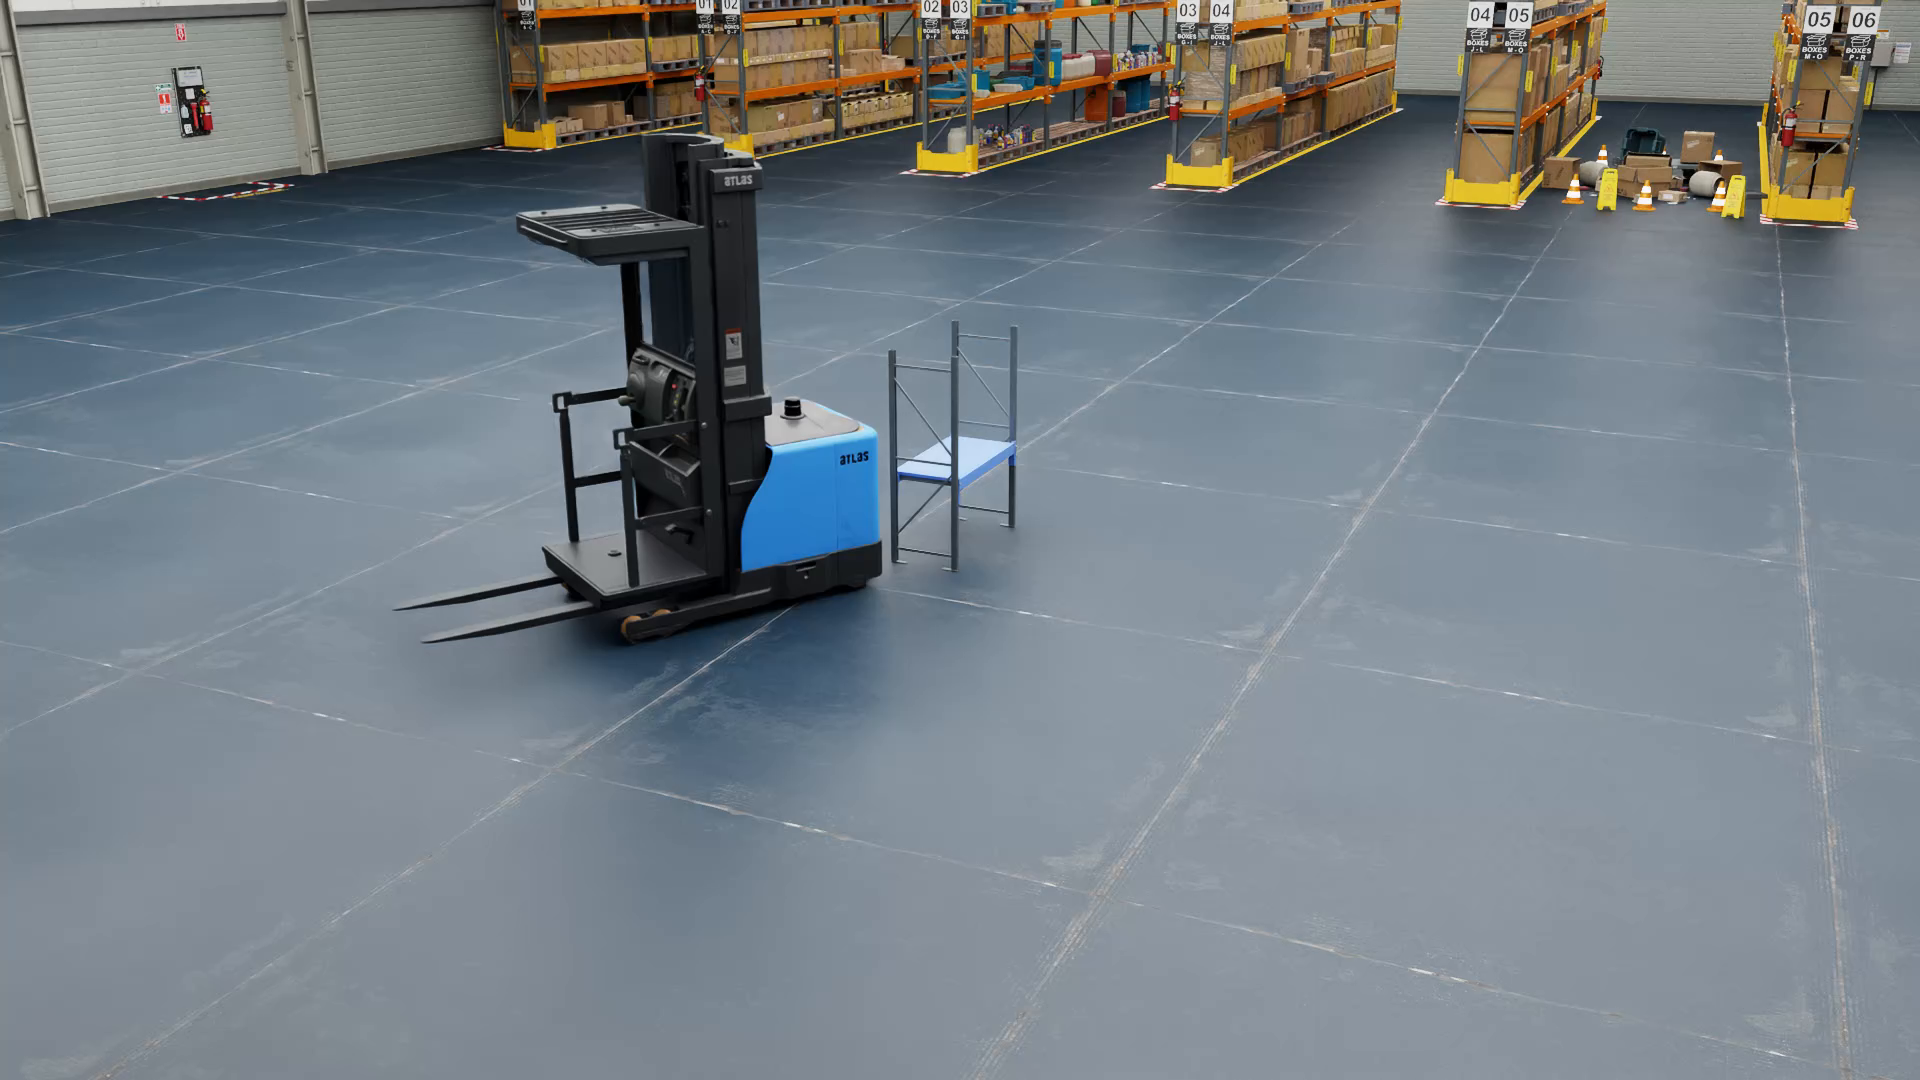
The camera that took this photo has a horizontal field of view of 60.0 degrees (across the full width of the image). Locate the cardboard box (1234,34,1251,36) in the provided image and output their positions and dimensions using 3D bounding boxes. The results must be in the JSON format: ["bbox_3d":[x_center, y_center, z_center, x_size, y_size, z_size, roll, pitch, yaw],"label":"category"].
[{"bbox_3d":[5.304,-9.447,31.970,0.500,0.500,0.500,9,21,23],"label":"cardboard box"}]

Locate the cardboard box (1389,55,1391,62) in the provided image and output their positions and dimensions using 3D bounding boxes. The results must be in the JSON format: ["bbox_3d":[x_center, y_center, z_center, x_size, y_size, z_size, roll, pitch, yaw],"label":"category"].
[{"bbox_3d":[10.783,-12.283,42.406,0.380,0.149,0.250,9,21,23],"label":"cardboard box"}]

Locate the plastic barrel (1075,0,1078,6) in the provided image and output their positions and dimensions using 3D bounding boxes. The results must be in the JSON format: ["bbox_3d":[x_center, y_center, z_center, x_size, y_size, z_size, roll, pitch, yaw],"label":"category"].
[{"bbox_3d":[2.508,-12.375,37.063,0.600,0.901,0.600,0,20,0],"label":"plastic barrel"}]

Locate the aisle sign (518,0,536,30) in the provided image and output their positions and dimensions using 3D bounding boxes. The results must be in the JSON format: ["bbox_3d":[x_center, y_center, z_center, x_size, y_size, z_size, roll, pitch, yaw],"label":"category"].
[{"bbox_3d":[-9.027,-11.022,34.605,0.394,0.787,0.004,9,21,23],"label":"aisle sign"}]

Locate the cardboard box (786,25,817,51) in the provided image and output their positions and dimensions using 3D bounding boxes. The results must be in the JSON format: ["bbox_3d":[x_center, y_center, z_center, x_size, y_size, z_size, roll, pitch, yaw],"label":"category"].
[{"bbox_3d":[-3.495,-10.772,35.695,0.700,0.500,0.500,8,21,23],"label":"cardboard box"}]

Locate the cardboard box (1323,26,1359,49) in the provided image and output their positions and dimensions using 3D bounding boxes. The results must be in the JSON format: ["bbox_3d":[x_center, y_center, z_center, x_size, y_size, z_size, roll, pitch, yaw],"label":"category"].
[{"bbox_3d":[8.945,-11.813,39.063,0.797,0.503,0.637,8,21,21],"label":"cardboard box"}]

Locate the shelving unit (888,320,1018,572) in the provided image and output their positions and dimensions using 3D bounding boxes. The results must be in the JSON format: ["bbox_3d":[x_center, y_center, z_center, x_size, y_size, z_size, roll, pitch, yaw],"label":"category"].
[{"bbox_3d":[-0.035,-0.681,11.644,0.538,1.500,1.048,9,21,23],"label":"shelving unit"}]

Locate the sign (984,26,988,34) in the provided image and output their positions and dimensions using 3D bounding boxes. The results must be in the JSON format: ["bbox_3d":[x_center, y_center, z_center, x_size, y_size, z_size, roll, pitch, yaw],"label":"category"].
[{"bbox_3d":[0.671,-13.321,43.220,0.100,0.325,0.005,9,21,23],"label":"sign"}]

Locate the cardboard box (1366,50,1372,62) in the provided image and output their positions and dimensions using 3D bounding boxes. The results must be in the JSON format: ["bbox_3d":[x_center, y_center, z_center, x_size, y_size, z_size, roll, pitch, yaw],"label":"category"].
[{"bbox_3d":[9.631,-11.667,40.078,0.500,0.250,0.500,8,21,22],"label":"cardboard box"}]

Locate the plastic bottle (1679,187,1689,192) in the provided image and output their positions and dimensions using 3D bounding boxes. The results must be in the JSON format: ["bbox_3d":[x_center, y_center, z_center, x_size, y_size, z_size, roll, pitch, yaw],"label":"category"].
[{"bbox_3d":[12.725,-6.163,29.206,0.133,0.061,0.283,13,23,32],"label":"plastic bottle"}]

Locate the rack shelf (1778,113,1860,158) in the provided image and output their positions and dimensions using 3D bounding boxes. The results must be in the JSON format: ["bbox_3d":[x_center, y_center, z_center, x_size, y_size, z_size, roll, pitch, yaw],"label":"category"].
[{"bbox_3d":[14.145,-6.734,27.501,1.077,0.370,4.000,9,21,23],"label":"rack shelf"}]

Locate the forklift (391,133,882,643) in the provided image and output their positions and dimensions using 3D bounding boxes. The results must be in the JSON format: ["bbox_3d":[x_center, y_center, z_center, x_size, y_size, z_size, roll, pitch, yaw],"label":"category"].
[{"bbox_3d":[-2.032,-0.949,10.264,3.031,2.935,1.130,-12,23,-31],"label":"forklift"}]

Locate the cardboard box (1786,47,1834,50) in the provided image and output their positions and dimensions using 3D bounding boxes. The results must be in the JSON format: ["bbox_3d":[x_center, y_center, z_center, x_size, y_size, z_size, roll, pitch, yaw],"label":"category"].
[{"bbox_3d":[14.127,-7.935,27.719,0.700,0.500,0.500,8,21,22],"label":"cardboard box"}]

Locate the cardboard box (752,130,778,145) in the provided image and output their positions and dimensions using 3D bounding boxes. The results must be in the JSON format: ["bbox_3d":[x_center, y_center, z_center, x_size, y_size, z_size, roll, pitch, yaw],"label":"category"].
[{"bbox_3d":[-4.127,-8.371,34.507,0.500,0.250,0.500,9,21,23],"label":"cardboard box"}]

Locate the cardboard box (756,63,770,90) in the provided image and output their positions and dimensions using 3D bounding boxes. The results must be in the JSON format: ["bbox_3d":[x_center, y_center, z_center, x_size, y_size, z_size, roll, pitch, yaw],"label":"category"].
[{"bbox_3d":[-4.337,-9.531,34.143,0.700,0.500,0.500,9,22,24],"label":"cardboard box"}]

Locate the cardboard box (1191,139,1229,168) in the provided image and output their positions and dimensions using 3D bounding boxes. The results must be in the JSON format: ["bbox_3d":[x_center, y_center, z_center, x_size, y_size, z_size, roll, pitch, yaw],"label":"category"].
[{"bbox_3d":[4.556,-7.030,30.363,0.500,0.500,0.500,13,23,33],"label":"cardboard box"}]

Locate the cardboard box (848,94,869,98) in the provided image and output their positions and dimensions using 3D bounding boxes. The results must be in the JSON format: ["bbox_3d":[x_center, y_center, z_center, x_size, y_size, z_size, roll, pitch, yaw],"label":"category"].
[{"bbox_3d":[-2.376,-10.357,39.254,0.500,0.311,0.500,8,21,21],"label":"cardboard box"}]

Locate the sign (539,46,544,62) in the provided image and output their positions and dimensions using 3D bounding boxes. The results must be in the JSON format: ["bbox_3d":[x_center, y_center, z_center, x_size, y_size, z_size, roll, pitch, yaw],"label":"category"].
[{"bbox_3d":[-8.777,-10.194,34.864,0.100,0.325,0.005,9,21,23],"label":"sign"}]

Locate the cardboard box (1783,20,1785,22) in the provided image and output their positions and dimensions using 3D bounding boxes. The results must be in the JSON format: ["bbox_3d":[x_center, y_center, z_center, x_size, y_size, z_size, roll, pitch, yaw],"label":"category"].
[{"bbox_3d":[19.136,-11.869,38.258,0.380,0.149,0.250,8,21,21],"label":"cardboard box"}]

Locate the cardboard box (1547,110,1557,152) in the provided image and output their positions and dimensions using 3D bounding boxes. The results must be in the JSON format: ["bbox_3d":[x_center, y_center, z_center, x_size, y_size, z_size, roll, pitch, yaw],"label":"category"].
[{"bbox_3d":[11.359,-8.252,33.426,1.050,0.750,0.750,9,21,24],"label":"cardboard box"}]

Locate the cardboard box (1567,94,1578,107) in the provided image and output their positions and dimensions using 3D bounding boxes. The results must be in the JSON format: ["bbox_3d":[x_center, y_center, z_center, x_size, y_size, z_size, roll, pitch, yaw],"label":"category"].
[{"bbox_3d":[13.386,-9.734,36.847,0.500,0.250,0.500,10,22,25],"label":"cardboard box"}]

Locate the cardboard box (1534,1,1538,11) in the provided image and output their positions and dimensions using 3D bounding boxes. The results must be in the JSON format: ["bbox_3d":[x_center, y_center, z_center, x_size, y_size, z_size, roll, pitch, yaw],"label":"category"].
[{"bbox_3d":[9.202,-8.711,27.108,0.380,0.149,0.250,9,21,23],"label":"cardboard box"}]

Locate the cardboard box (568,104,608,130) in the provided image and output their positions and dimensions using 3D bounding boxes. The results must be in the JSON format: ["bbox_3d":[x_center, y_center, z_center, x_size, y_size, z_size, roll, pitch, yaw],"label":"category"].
[{"bbox_3d":[-8.327,-9.481,37.224,0.700,0.500,0.500,7,21,19],"label":"cardboard box"}]

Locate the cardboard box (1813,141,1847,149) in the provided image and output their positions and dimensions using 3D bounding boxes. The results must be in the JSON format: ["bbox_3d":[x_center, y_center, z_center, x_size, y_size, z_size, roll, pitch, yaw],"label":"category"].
[{"bbox_3d":[14.552,-6.410,27.875,0.500,0.500,0.500,10,22,26],"label":"cardboard box"}]

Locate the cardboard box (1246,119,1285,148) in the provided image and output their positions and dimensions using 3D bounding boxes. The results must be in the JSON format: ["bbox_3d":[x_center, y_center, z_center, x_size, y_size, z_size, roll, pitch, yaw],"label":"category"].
[{"bbox_3d":[6.194,-8.258,33.788,0.700,0.500,0.500,7,21,19],"label":"cardboard box"}]

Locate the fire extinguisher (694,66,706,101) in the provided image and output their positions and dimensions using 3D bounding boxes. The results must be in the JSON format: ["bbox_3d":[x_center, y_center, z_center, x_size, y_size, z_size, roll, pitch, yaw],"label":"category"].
[{"bbox_3d":[-5.223,-9.173,33.401,0.296,0.674,0.183,9,21,23],"label":"fire extinguisher"}]

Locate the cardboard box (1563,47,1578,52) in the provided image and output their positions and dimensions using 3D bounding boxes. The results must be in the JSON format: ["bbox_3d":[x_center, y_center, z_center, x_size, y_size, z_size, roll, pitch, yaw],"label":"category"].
[{"bbox_3d":[13.373,-10.747,36.572,0.380,0.149,0.250,8,21,23],"label":"cardboard box"}]

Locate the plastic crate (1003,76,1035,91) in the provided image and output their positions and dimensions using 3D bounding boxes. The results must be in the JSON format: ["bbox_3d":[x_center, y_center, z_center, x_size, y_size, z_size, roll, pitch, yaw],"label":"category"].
[{"bbox_3d":[1.199,-9.278,33.803,0.499,0.251,0.616,9,21,23],"label":"plastic crate"}]

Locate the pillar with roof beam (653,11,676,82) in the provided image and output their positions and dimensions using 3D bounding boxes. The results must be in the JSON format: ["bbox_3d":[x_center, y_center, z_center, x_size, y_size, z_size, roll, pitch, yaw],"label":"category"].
[{"bbox_3d":[-3.390,-14.263,38.645,9.100,9.000,0.400,9,21,23],"label":"pillar with roof beam"}]

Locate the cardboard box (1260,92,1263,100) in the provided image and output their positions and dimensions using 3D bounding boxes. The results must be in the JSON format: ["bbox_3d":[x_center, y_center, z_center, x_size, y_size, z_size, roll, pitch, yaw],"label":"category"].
[{"bbox_3d":[5.546,-8.444,31.612,0.380,0.149,0.250,9,21,23],"label":"cardboard box"}]

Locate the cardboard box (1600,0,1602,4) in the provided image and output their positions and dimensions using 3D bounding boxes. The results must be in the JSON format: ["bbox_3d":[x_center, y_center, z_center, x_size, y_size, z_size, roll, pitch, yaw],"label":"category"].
[{"bbox_3d":[14.759,-12.696,38.940,0.500,0.250,0.500,10,22,25],"label":"cardboard box"}]

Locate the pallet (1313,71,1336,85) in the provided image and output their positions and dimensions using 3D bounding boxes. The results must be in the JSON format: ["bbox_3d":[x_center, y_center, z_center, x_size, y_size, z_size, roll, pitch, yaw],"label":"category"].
[{"bbox_3d":[7.367,-9.944,35.740,1.213,0.211,1.003,9,21,23],"label":"pallet"}]

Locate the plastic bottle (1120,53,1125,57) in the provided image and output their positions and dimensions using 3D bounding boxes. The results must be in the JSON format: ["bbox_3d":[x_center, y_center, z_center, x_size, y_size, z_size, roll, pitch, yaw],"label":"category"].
[{"bbox_3d":[3.994,-11.910,41.166,0.152,0.276,0.135,9,21,23],"label":"plastic bottle"}]

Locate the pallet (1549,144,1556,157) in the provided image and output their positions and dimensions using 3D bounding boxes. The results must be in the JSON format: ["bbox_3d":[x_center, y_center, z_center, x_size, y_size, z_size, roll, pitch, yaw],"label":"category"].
[{"bbox_3d":[11.653,-8.011,34.179,1.003,0.211,1.213,9,21,23],"label":"pallet"}]

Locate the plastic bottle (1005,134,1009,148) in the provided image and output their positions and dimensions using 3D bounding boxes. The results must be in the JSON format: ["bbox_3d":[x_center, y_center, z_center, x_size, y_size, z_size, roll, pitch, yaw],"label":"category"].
[{"bbox_3d":[0.934,-8.039,33.512,0.097,0.271,0.097,0,20,0],"label":"plastic bottle"}]

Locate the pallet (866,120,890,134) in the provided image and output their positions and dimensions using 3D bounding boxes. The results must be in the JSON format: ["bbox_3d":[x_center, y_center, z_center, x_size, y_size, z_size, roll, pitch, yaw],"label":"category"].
[{"bbox_3d":[-2.348,-9.696,38.916,1.003,0.211,1.213,9,21,23],"label":"pallet"}]

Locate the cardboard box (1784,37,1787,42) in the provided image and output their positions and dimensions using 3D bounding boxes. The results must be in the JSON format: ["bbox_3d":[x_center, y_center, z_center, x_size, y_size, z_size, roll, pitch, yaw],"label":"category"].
[{"bbox_3d":[16.987,-9.928,33.767,0.500,0.500,0.500,9,21,23],"label":"cardboard box"}]

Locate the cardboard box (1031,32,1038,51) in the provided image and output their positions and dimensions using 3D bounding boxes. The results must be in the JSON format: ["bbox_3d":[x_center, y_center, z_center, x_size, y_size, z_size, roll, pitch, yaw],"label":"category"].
[{"bbox_3d":[1.866,-13.946,46.556,0.500,0.500,0.500,9,22,24],"label":"cardboard box"}]

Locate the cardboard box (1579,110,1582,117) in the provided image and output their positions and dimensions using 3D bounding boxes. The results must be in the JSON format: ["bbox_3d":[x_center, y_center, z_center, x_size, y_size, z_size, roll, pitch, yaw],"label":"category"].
[{"bbox_3d":[14.123,-9.840,38.345,0.380,0.149,0.250,10,22,25],"label":"cardboard box"}]

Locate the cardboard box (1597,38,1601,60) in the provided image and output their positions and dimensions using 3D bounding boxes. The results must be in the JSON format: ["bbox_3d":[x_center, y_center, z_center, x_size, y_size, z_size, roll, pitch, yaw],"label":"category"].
[{"bbox_3d":[15.372,-12.016,40.685,0.500,0.500,0.500,9,21,24],"label":"cardboard box"}]

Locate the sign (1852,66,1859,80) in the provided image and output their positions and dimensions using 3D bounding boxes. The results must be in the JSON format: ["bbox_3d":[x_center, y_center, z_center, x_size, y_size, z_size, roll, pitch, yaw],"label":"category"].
[{"bbox_3d":[15.462,-8.020,28.752,0.100,0.325,0.005,9,21,23],"label":"sign"}]

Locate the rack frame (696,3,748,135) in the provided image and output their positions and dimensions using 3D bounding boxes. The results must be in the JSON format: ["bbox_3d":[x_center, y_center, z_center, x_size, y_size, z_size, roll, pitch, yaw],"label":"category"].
[{"bbox_3d":[-4.751,-9.182,33.310,1.000,3.000,0.127,9,21,23],"label":"rack frame"}]

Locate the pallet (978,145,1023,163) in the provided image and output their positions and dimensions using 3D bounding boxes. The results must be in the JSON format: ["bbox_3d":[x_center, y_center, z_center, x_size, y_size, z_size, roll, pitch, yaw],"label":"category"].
[{"bbox_3d":[0.593,-7.836,33.688,1.003,0.211,1.213,9,21,23],"label":"pallet"}]

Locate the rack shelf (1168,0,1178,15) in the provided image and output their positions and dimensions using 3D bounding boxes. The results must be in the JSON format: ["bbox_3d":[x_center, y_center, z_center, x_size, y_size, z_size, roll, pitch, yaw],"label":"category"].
[{"bbox_3d":[5.500,-13.855,43.048,1.077,0.370,4.000,9,21,23],"label":"rack shelf"}]

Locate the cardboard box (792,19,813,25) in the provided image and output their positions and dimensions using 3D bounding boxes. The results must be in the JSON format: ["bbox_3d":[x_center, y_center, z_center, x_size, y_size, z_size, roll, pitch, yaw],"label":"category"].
[{"bbox_3d":[-4.316,-13.901,44.837,0.500,0.250,0.500,9,22,24],"label":"cardboard box"}]

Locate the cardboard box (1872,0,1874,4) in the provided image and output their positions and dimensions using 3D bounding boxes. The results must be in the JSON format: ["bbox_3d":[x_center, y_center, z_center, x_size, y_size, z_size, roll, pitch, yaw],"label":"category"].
[{"bbox_3d":[13.905,-8.360,25.708,0.380,0.149,0.250,9,21,23],"label":"cardboard box"}]

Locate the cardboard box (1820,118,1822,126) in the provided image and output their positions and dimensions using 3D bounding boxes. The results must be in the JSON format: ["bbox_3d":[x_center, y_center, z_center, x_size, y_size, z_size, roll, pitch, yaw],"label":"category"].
[{"bbox_3d":[14.202,-6.812,27.021,0.380,0.149,0.250,9,22,25],"label":"cardboard box"}]

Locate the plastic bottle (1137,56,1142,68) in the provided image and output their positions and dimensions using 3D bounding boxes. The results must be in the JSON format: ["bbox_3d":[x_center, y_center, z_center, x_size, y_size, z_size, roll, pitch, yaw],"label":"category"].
[{"bbox_3d":[4.308,-11.568,40.205,0.152,0.276,0.135,9,21,23],"label":"plastic bottle"}]

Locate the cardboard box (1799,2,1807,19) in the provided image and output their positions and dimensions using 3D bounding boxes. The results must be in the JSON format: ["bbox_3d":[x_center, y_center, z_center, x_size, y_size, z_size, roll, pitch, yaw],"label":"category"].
[{"bbox_3d":[13.705,-8.451,26.557,0.500,0.250,0.500,9,22,24],"label":"cardboard box"}]

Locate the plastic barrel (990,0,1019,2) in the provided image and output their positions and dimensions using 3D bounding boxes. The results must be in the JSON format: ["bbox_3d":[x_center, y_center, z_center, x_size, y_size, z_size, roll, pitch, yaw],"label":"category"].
[{"bbox_3d":[0.899,-11.281,33.363,0.600,0.901,0.708,9,21,23],"label":"plastic barrel"}]

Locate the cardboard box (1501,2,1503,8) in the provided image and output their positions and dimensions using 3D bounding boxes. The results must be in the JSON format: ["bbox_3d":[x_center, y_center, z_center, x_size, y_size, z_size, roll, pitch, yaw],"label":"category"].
[{"bbox_3d":[9.013,-9.109,28.228,0.380,0.149,0.250,8,21,22],"label":"cardboard box"}]

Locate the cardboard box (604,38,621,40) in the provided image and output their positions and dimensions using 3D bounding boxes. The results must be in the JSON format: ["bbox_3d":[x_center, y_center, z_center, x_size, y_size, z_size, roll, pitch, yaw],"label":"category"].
[{"bbox_3d":[-8.017,-11.260,38.229,0.500,0.500,0.500,8,21,21],"label":"cardboard box"}]

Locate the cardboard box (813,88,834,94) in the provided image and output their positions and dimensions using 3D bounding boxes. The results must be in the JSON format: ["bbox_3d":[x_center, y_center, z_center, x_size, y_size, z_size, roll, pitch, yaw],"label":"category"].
[{"bbox_3d":[-3.958,-12.763,46.485,0.700,0.500,0.500,9,21,23],"label":"cardboard box"}]

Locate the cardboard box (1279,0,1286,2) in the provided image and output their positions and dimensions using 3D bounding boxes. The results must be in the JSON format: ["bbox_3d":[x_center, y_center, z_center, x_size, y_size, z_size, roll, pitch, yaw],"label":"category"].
[{"bbox_3d":[6.054,-10.436,31.988,0.380,0.149,0.250,9,22,24],"label":"cardboard box"}]

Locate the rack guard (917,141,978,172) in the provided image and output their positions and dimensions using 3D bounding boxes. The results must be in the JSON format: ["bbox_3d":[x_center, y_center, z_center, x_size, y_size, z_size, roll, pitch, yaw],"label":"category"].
[{"bbox_3d":[-0.245,-7.353,31.898,1.175,0.500,0.348,9,21,23],"label":"rack guard"}]

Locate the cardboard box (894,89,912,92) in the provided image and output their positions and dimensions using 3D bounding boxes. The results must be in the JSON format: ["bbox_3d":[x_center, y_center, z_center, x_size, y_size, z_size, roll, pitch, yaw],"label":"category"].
[{"bbox_3d":[-1.306,-10.975,41.426,0.500,0.500,0.500,9,22,25],"label":"cardboard box"}]
